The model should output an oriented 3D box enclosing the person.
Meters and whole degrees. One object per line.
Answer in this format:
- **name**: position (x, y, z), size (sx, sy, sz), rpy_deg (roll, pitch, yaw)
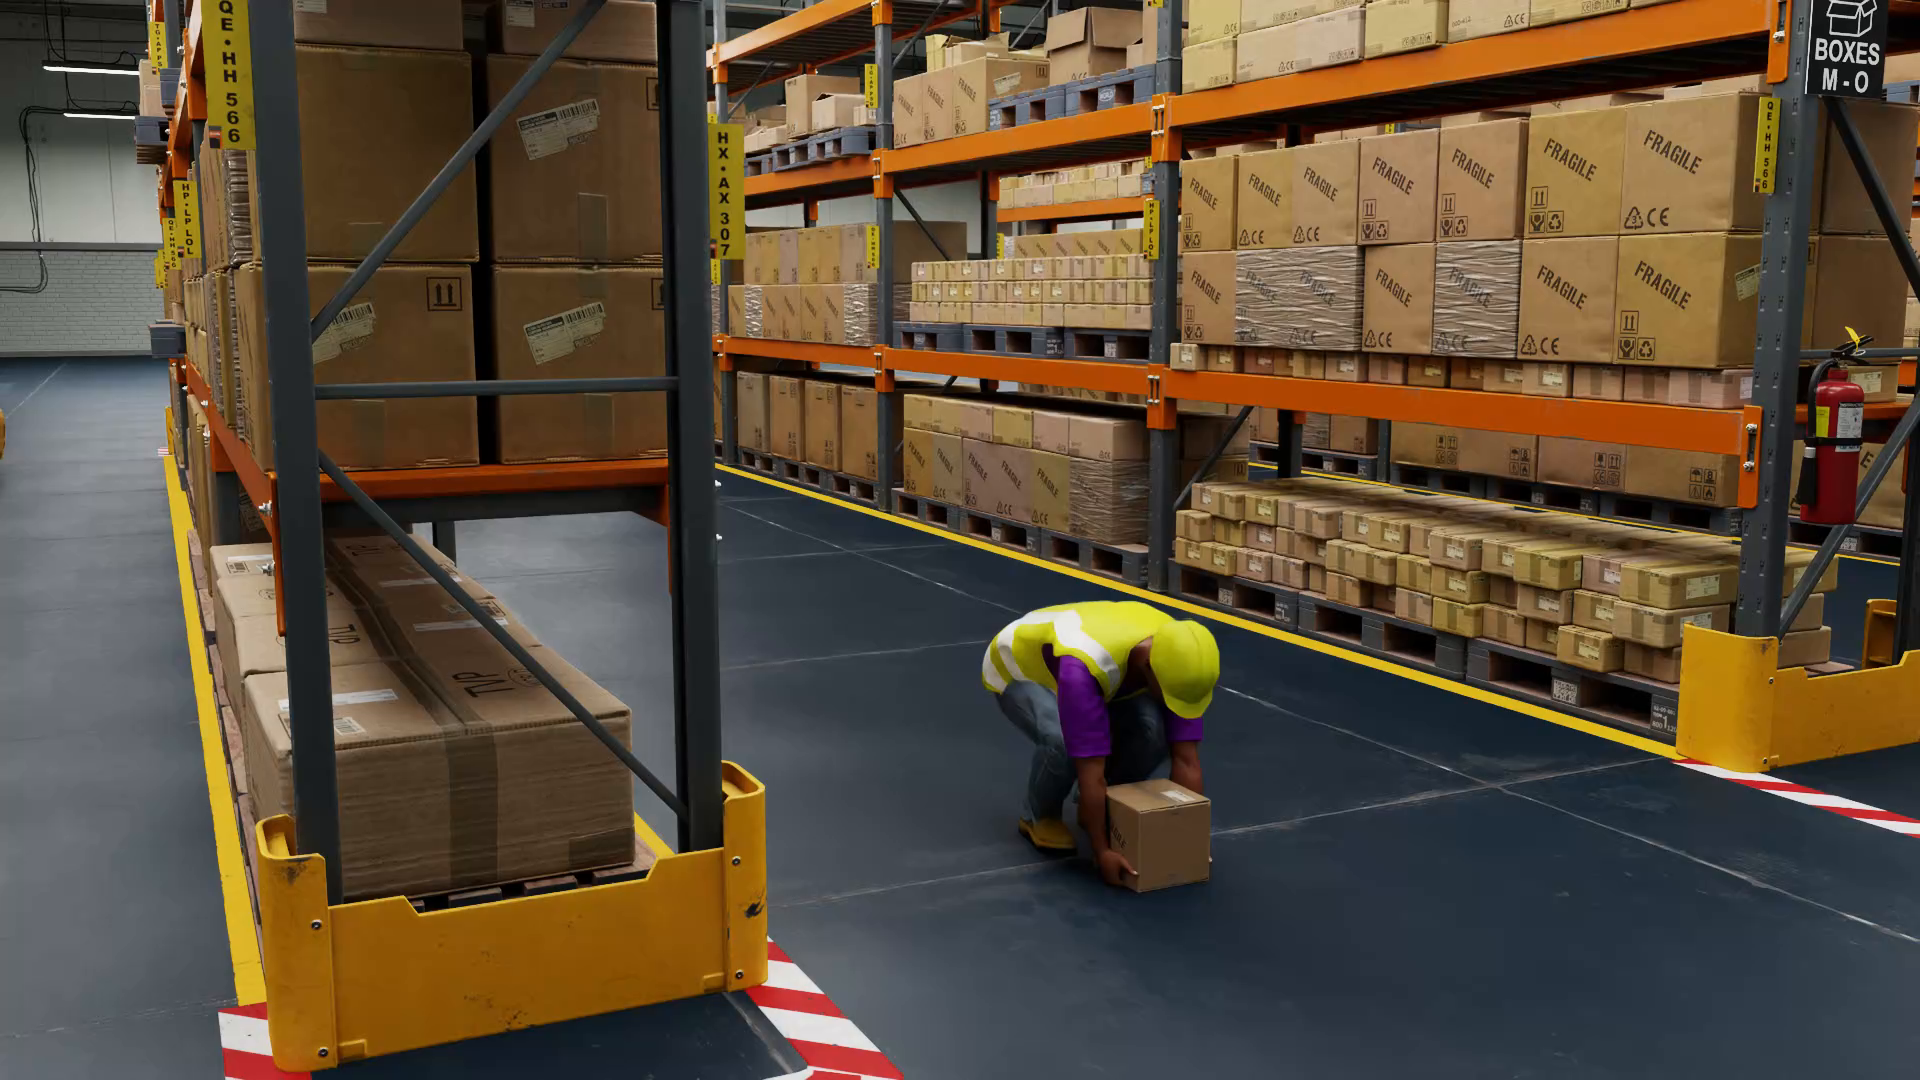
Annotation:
- **person**: position (0.468, 0.587, 5.195), size (0.527, 0.811, 0.960), rpy_deg (-4, 10, -27)
